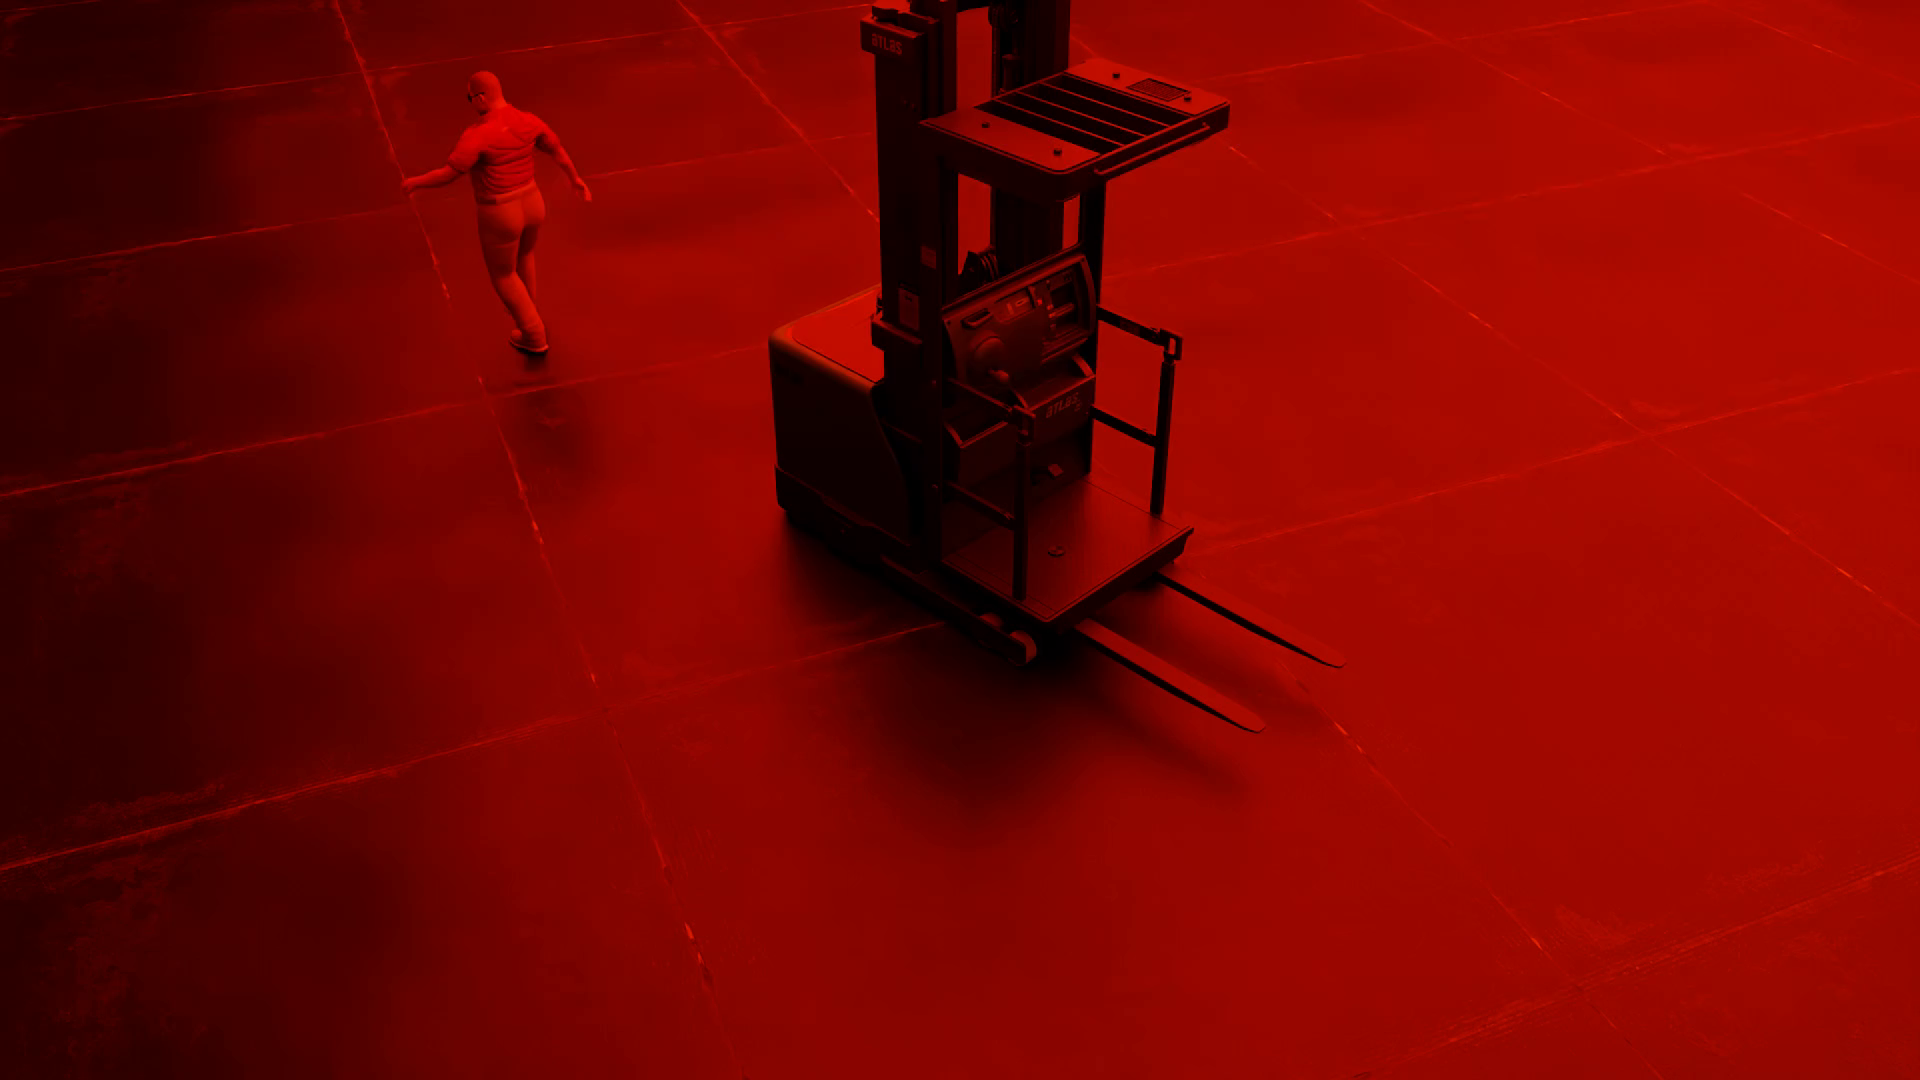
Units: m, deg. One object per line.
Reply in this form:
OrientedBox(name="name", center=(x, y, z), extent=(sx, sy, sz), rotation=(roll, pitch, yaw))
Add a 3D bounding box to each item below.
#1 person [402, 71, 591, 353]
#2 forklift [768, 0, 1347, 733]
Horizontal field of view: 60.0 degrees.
OrientedBox(name="person", center=(-2.748, -2.004, 10.012), extent=(0.700, 1.730, 1.010), rotation=(26, 43, 32))
OrientedBox(name="forklift", center=(0.432, -0.946, 7.429), extent=(3.031, 2.935, 1.130), rotation=(30, 45, 35))
